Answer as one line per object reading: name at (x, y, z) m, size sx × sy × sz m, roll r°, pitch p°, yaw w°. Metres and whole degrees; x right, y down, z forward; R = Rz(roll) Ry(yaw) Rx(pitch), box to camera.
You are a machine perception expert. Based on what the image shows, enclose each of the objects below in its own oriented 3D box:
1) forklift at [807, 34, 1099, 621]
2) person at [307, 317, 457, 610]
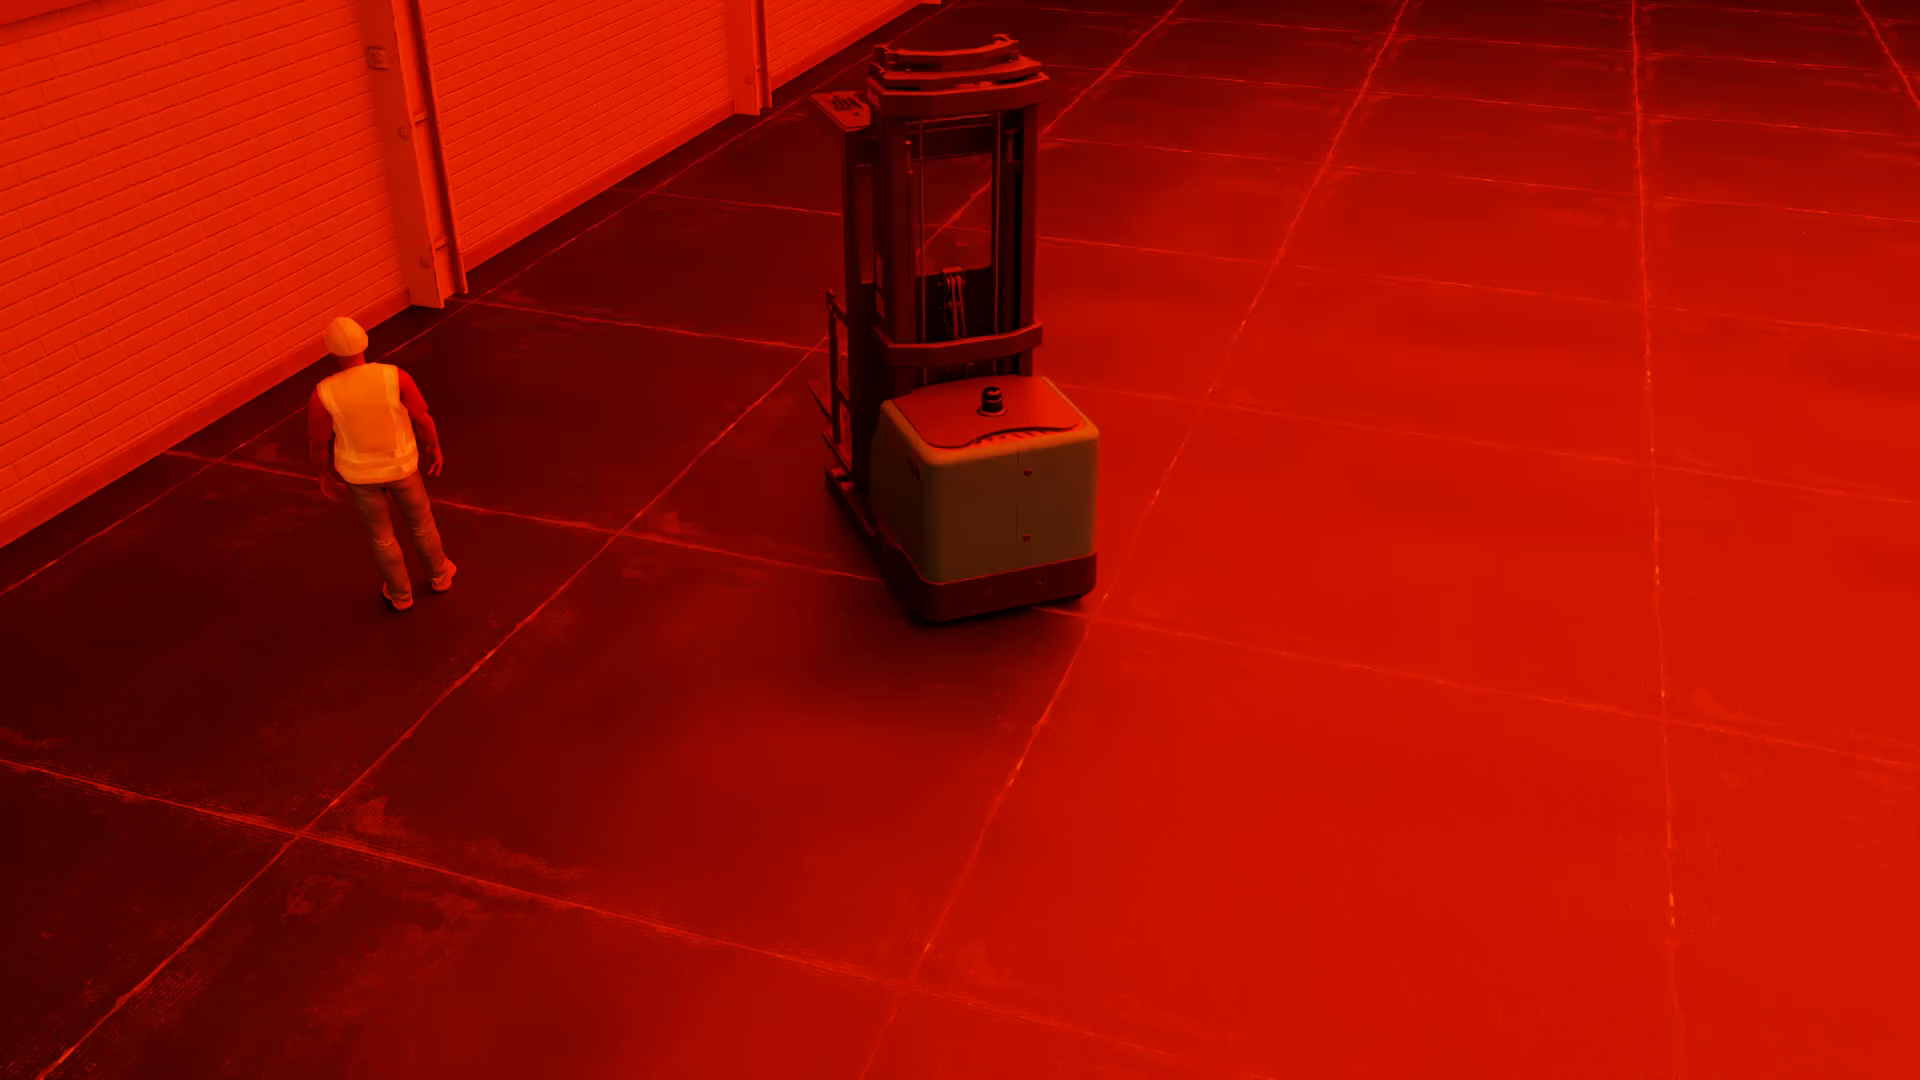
forklift at (-0.217, -1.540, 9.838) m, size 1.130 × 2.935 × 3.031 m, roll -10°, pitch 31°, yaw -18°
person at (-3.172, -0.435, 9.062) m, size 0.666 × 1.765 × 0.578 m, roll -12°, pitch 32°, yaw -20°
